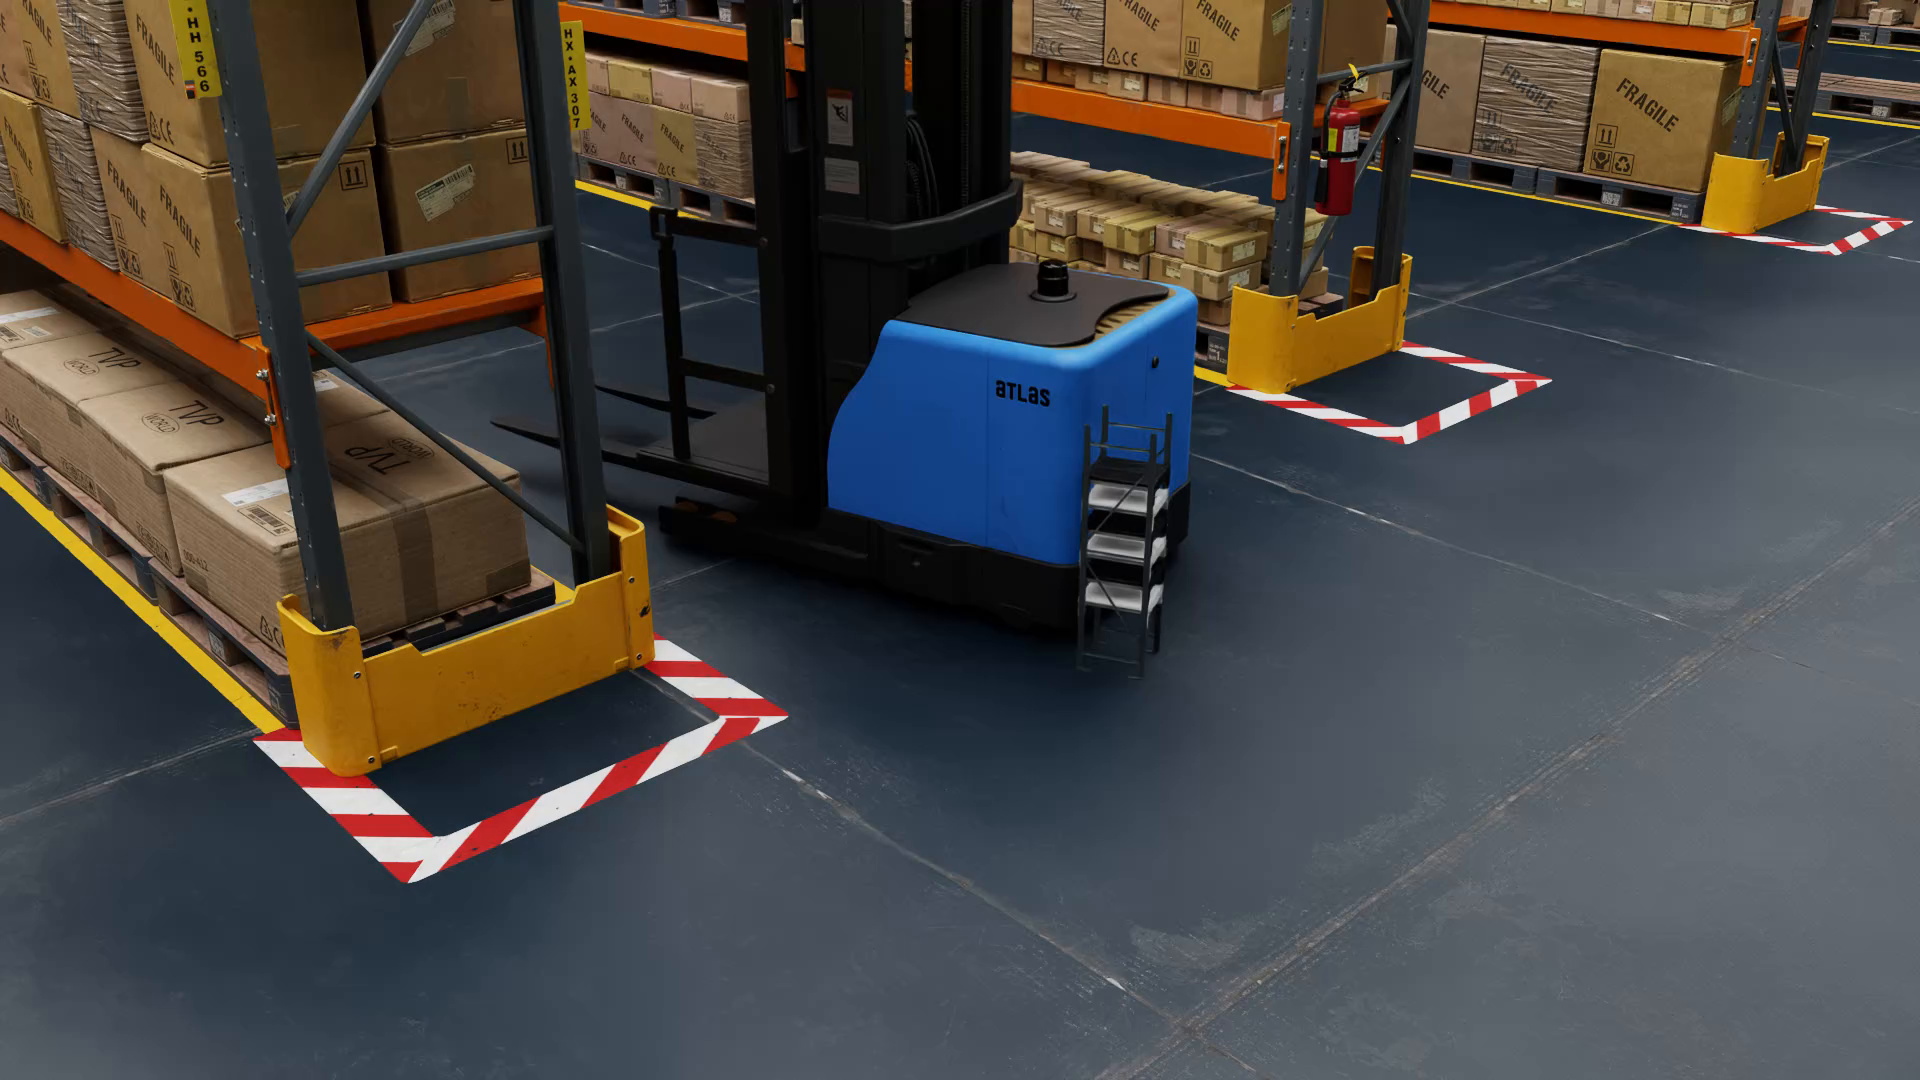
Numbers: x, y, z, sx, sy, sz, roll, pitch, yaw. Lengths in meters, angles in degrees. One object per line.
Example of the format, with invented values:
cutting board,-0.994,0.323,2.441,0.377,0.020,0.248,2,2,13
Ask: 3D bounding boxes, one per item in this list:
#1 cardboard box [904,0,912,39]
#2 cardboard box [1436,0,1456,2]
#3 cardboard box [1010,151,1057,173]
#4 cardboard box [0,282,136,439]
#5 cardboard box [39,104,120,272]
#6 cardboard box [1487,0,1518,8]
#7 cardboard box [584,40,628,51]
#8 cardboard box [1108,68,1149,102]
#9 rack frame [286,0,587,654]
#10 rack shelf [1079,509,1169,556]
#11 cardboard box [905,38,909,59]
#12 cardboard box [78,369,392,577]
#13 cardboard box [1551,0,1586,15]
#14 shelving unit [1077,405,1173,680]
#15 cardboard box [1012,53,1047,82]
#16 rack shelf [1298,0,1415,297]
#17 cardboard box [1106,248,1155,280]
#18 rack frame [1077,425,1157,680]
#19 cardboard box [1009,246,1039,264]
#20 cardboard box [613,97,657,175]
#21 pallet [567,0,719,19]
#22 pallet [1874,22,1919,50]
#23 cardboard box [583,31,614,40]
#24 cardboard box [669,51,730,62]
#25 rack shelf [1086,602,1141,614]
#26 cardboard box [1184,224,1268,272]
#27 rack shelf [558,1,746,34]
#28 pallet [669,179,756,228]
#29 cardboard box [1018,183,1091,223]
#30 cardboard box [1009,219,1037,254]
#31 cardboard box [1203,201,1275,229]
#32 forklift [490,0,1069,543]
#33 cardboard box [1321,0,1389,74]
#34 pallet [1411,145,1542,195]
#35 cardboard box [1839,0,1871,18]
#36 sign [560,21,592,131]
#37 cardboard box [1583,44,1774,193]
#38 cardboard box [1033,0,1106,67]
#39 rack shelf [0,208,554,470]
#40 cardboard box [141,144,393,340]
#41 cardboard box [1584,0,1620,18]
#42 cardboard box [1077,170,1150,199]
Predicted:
cardboard box,0.022,-3.139,9.538,0.500,0.500,0.500,-22,33,-39
cardboard box,3.741,-4.176,12.593,0.380,0.149,0.250,-21,32,-38
cardboard box,0.391,-2.325,10.445,0.250,0.149,0.380,22,32,39
cardboard box,-3.988,-0.860,7.603,0.875,0.438,0.875,-22,32,-39
cardboard box,-2.818,-1.270,5.799,0.500,0.500,0.500,-20,31,-37
cardboard box,4.101,-4.019,12.247,0.380,0.149,0.250,-20,32,-37
cardboard box,-2.887,-3.666,12.775,0.500,0.250,0.500,-22,32,-39
cardboard box,0.994,-2.411,8.725,0.380,0.149,0.250,-20,31,-37
rack frame,-1.607,-0.843,4.984,0.949,2.616,0.053,-21,32,-38
rack shelf,0.555,-0.038,5.613,0.258,0.077,0.200,9,26,19
cardboard box,-0.207,-2.991,9.994,0.250,0.149,0.380,22,33,39
cardboard box,-2.760,-0.316,6.409,0.875,0.438,0.875,-20,31,-37
cardboard box,4.446,-3.864,11.909,0.273,0.149,0.395,21,32,38
shelving unit,-0.933,-4.626,12.012,8.543,4.044,13.591,9,26,19
cardboard box,0.501,-2.674,9.300,0.380,0.149,0.250,-21,32,-38
rack shelf,1.942,-2.280,8.133,0.949,2.616,0.053,-21,32,-38
cardboard box,1.014,-1.544,9.091,0.250,0.149,0.380,22,33,40
rack frame,0.518,0.053,5.550,0.240,0.900,0.006,9,26,19
cardboard box,0.490,-1.646,9.673,0.380,0.149,0.250,-20,32,-37
cardboard box,-2.182,-3.009,12.238,0.500,0.500,0.500,-22,33,-40
pallet,-2.145,-4.027,12.195,1.003,0.211,1.213,-21,32,-38
pallet,11.436,-5.829,19.274,1.003,0.211,1.213,-21,32,-38
cardboard box,-2.869,-3.965,13.429,0.500,0.250,0.500,-22,33,-40
cardboard box,-1.818,-3.501,12.412,0.500,0.250,0.500,-20,31,-37
rack shelf,0.554,0.194,5.718,0.199,0.015,0.184,9,26,19
cardboard box,1.393,-1.532,8.706,0.380,0.149,0.250,-21,32,-38
rack shelf,-2.161,-3.858,12.224,0.919,0.124,3.809,-21,32,-38
pallet,-1.327,-2.457,11.882,1.003,0.211,1.213,-21,32,-38
cardboard box,-3.853,-12.771,23.276,30.398,8.504,18.148,23,33,40
cardboard box,0.489,-1.780,9.609,0.380,0.149,0.250,-19,31,-36
cardboard box,1.553,-1.748,9.180,0.380,0.149,0.250,-21,32,-38
forklift,-5.007,-2.030,4.923,9.201,5.209,7.933,14,28,28
cardboard box,1.835,-2.674,8.518,0.500,0.500,0.500,-19,31,-36
pallet,4.196,-2.976,13.019,1.003,0.211,1.213,-21,32,-38
cardboard box,10.726,-6.647,20.188,0.500,0.500,0.500,-21,32,-38
sign,-1.195,-1.429,5.131,0.100,0.325,0.005,-21,32,-38
cardboard box,5.134,-3.051,11.877,0.875,0.875,0.875,-21,32,-38
cardboard box,0.743,-2.831,8.863,0.500,0.500,0.500,-21,32,-38
rack shelf,-2.972,-1.123,6.463,1.077,0.370,4.000,-21,32,-38
cardboard box,-2.127,-0.960,5.121,0.500,0.500,0.500,-21,32,-38
cardboard box,4.625,-3.786,11.738,0.380,0.149,0.250,-21,32,-38
cardboard box,0.916,-2.092,9.933,0.380,0.149,0.250,-21,32,-38
